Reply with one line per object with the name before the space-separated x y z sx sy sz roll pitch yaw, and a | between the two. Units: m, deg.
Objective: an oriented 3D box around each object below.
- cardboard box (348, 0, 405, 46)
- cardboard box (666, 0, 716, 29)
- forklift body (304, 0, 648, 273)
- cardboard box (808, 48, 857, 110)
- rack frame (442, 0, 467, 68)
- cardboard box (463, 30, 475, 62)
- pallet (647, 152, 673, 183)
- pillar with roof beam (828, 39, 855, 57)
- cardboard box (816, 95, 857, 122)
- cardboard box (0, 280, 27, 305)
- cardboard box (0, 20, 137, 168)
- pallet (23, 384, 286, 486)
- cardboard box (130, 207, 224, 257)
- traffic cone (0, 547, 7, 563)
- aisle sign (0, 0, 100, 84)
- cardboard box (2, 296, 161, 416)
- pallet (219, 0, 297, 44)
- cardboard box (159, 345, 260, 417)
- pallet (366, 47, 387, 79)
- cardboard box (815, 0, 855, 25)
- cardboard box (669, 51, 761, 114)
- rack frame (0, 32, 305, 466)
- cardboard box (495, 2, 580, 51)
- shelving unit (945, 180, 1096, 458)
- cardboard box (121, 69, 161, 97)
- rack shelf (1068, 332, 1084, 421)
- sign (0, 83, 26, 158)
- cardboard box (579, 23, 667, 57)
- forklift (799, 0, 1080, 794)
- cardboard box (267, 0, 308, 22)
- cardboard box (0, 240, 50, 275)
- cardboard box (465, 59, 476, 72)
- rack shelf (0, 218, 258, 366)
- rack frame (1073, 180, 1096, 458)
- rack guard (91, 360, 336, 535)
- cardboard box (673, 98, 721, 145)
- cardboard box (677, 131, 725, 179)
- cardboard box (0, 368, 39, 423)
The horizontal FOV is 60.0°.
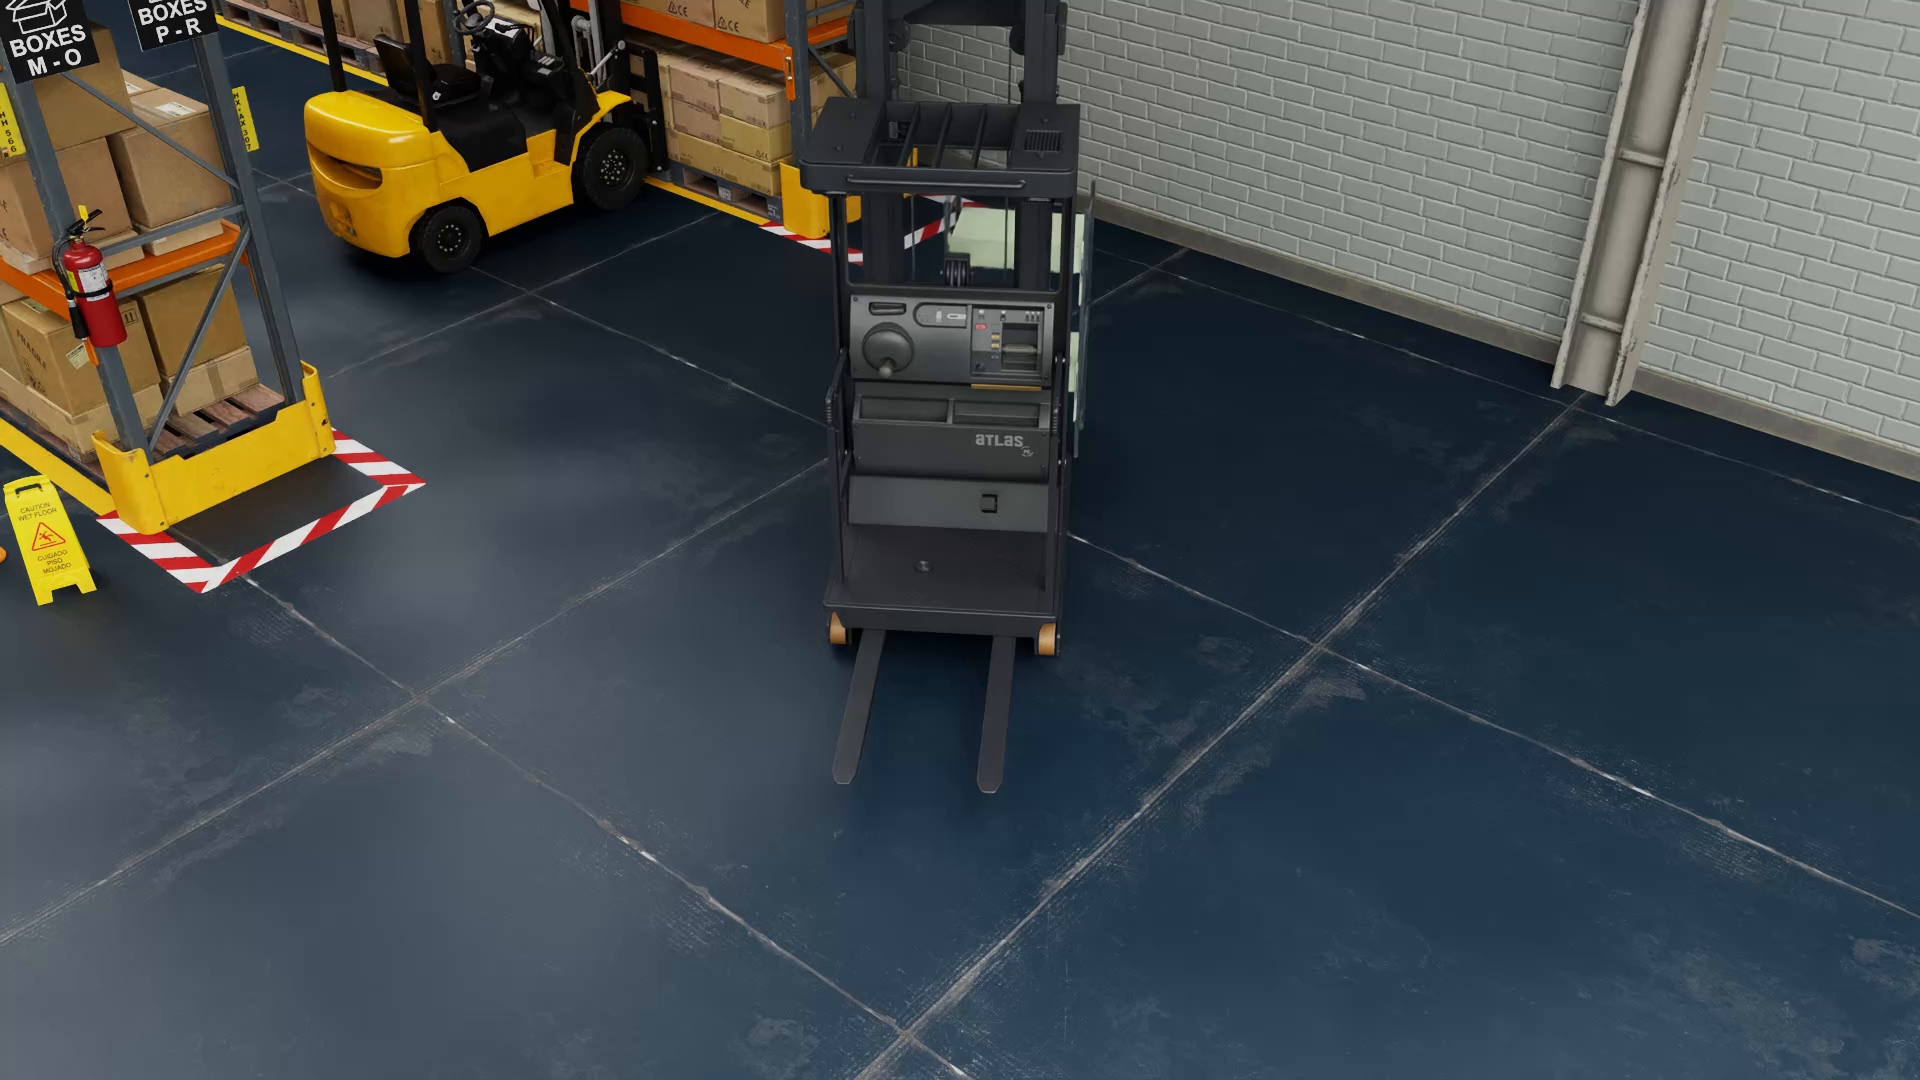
cardboard box | -4.888 -4.809 14.830 0.625 0.625 0.875 25 42 31
cardboard box | -1.754 -3.995 11.829 0.500 0.500 0.500 27 43 33
forklift body | -3.439 -3.241 11.570 1.214 2.155 2.313 25 42 32
cardboard box | -1.063 -3.406 12.235 0.500 0.250 0.500 25 41 31
rack frame | -3.889 -5.147 13.595 0.127 3.000 1.000 25 42 32
cardboard box | -3.714 -4.083 13.662 0.500 0.250 0.500 25 42 32
pallet | -2.363 -3.249 13.295 1.213 0.211 1.003 25 42 32
pillar with roof beam | -3.528 -4.942 7.997 0.400 9.000 9.100 25 42 32
cardboard box | -1.043 -3.204 12.382 0.500 0.250 0.500 26 42 33
cardboard box | -5.095 -1.434 9.010 0.250 0.149 0.380 27 43 33
cardboard box | -4.520 -2.203 8.074 0.500 0.500 0.700 24 41 31
pallet | -4.648 -0.725 9.619 1.213 0.211 1.003 25 42 32
cardboard box | -4.116 -1.646 8.720 0.250 0.149 0.380 25 42 32
traffic cone | -5.144 -0.086 8.466 0.334 0.463 0.336 25 42 32
aisle sign | -4.126 -2.460 7.386 0.004 0.787 0.394 25 42 32
cardboard box | -4.770 -1.062 9.043 0.500 0.500 0.500 26 42 32
pallet | -6.355 -5.131 16.035 1.213 0.211 1.003 25 42 32
cardboard box | -4.431 -0.989 9.598 0.500 0.250 0.500 25 42 31
pallet | -4.480 -4.247 14.748 1.213 0.211 1.003 25 42 32
cardboard box | -1.018 -4.039 11.894 0.500 0.500 0.500 27 43 33
cardboard box | -1.764 -3.363 12.172 0.500 0.250 0.500 26 42 33
rack frame | -3.988 -1.537 8.338 0.127 3.000 1.000 25 42 32
cardboard box | -3.331 -4.097 13.241 0.500 0.250 0.500 25 42 32
shelving unit | 0.324 -1.231 9.216 0.755 1.500 0.431 5 35 7
cardboard box | -4.574 -2.179 8.923 0.500 0.500 0.500 27 43 33
rack shelf | 0.324 -0.962 9.401 0.720 0.370 0.431 5 35 7
sign | -4.358 -1.910 7.580 0.005 0.325 0.100 25 42 32
cardboard box | -2.543 -3.728 12.704 0.500 0.250 0.500 24 41 31
forklift | -0.055 -0.855 7.405 1.130 2.935 3.031 3 35 4
cardboard box | -5.985 -5.325 15.580 0.625 0.625 0.875 27 43 33
cardboard box | -4.678 -1.519 8.534 0.250 0.149 0.380 25 42 31
cardboard box | -3.729 -3.867 13.789 0.500 0.250 0.500 26 42 32
rack shelf | -5.525 -1.965 9.597 4.000 0.370 1.077 25 42 32
rack frame | 0.685 -1.198 9.169 0.023 1.500 0.400 5 35 7
rack guard | -4.046 -0.534 9.086 0.348 0.500 1.175 25 42 32
cardboard box | -1.767 -3.170 12.333 0.500 0.250 0.500 25 42 31
cardboard box | -1.754 -2.954 12.460 0.500 0.250 0.500 25 42 32
cardboard box | -5.174 -0.943 9.532 0.500 0.250 0.500 25 42 32
